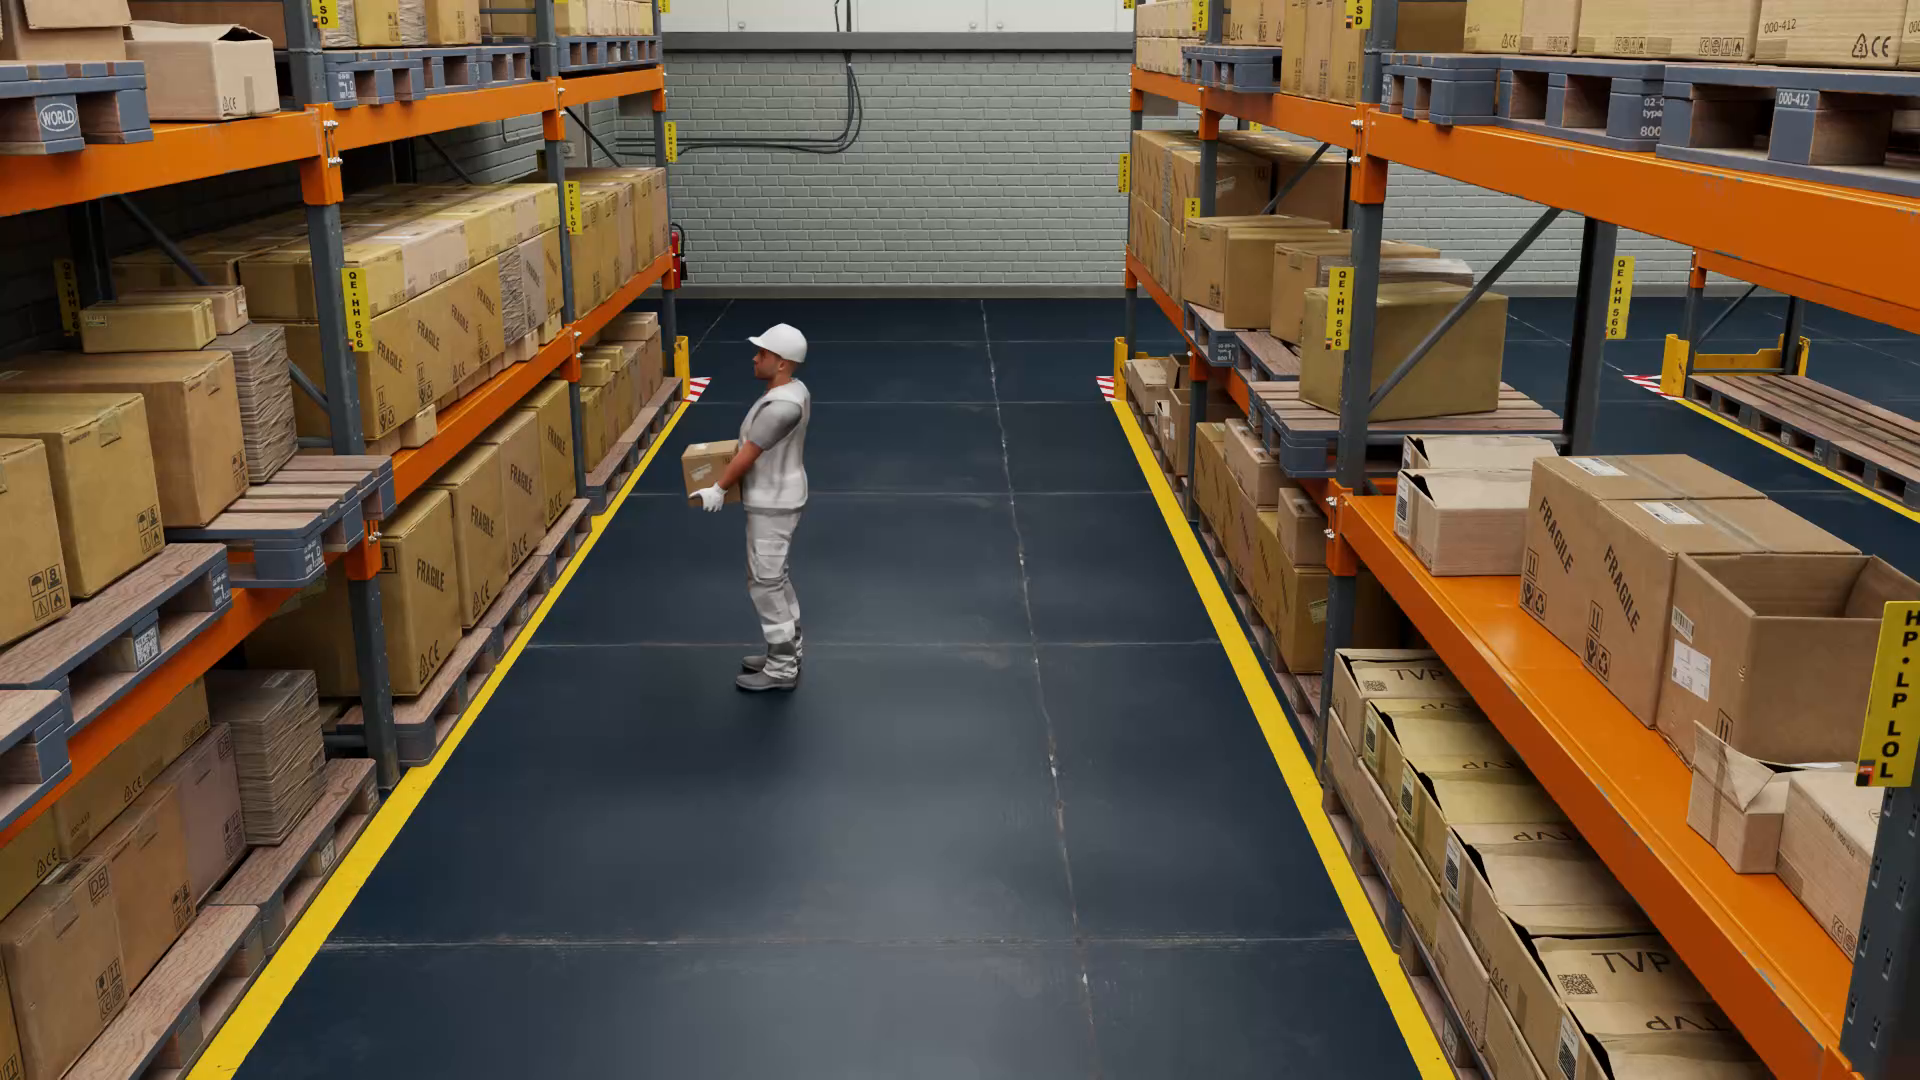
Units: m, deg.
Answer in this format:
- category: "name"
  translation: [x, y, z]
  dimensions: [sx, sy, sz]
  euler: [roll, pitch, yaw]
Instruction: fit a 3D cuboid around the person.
- category: "person"
  translation: [-1.003, -0.156, 8.026]
  dimensions: [0.573, 1.782, 0.493]
  euler: [0, 17, 0]
